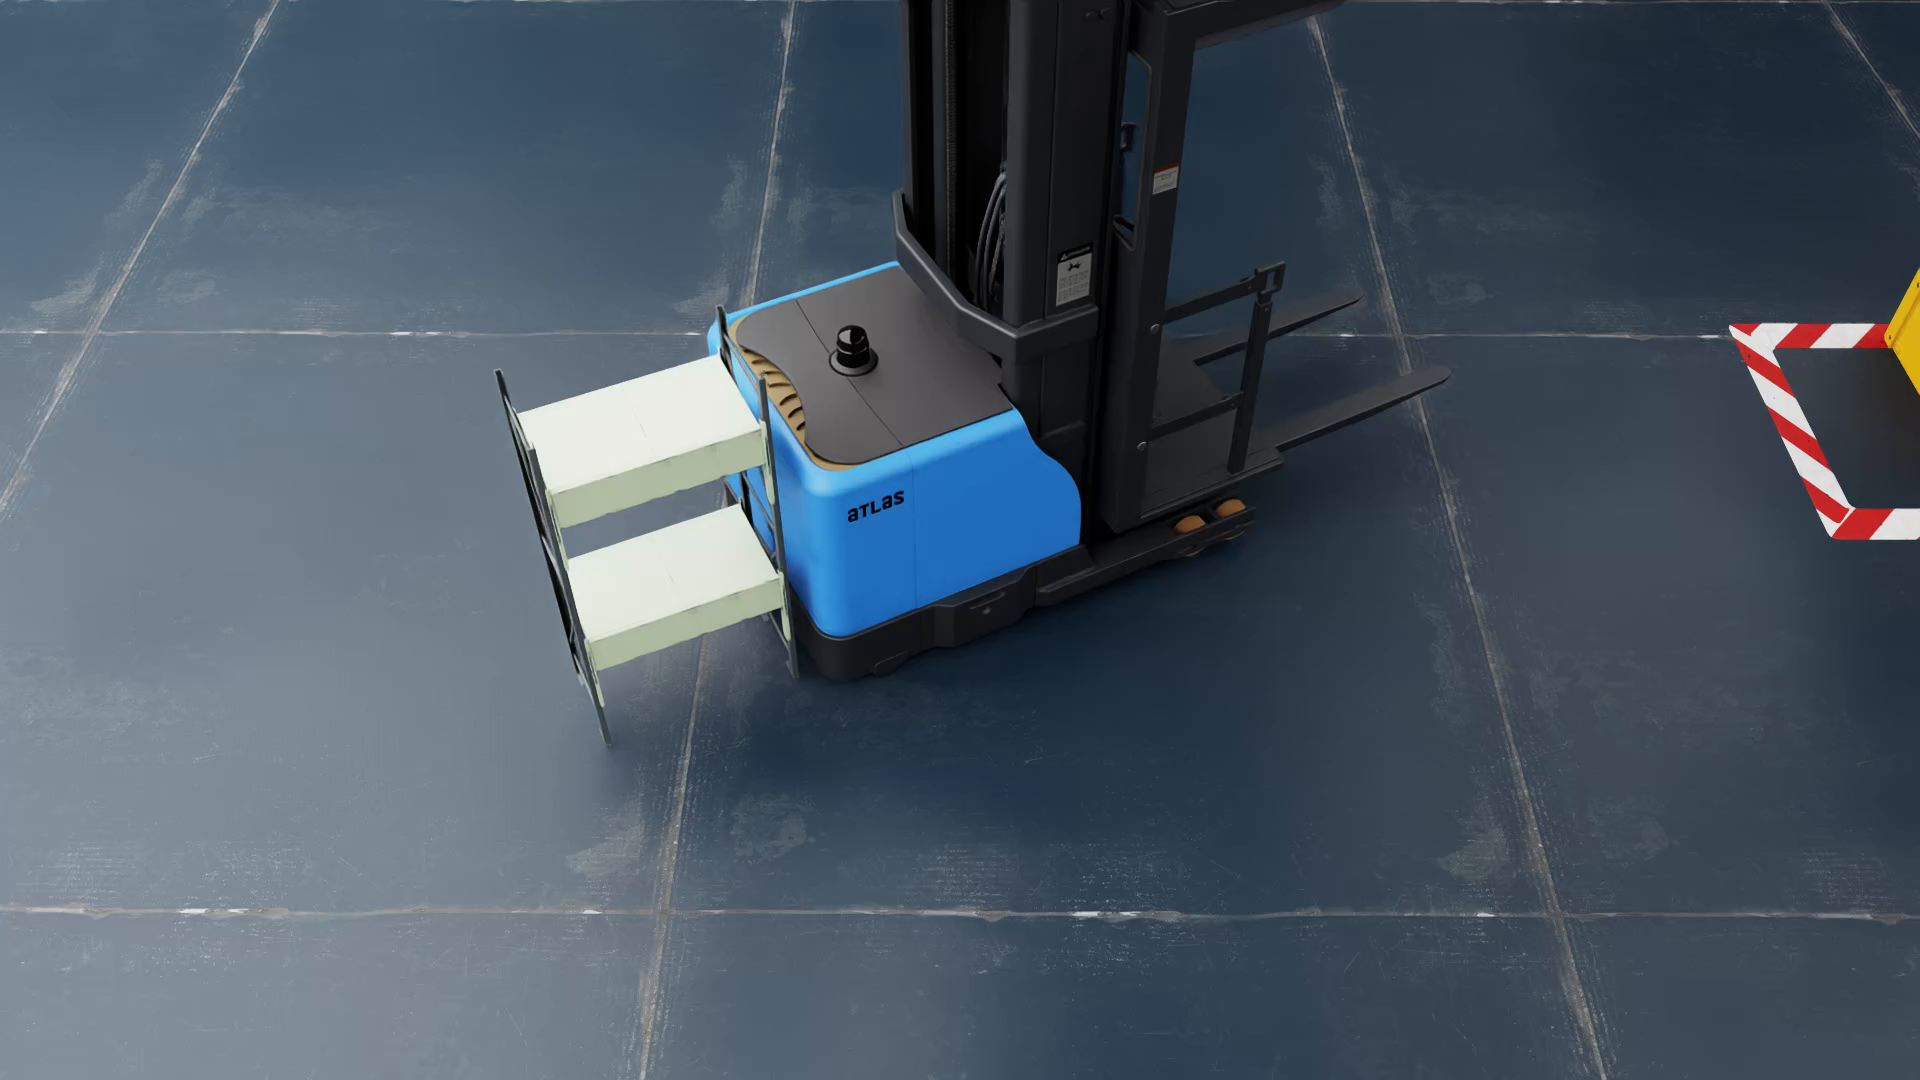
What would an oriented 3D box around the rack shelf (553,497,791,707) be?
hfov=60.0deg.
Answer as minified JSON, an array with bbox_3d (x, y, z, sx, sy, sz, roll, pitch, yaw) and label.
[{"bbox_3d":[-1.031,0.216,5.970,0.720,0.370,0.431,-19,50,-17],"label":"rack shelf"}]

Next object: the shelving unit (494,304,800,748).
[{"bbox_3d":[-1.031,-0.006,5.731,0.755,1.500,0.431,-19,50,-17],"label":"shelving unit"}]

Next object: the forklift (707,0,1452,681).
[{"bbox_3d":[0.613,-1.257,5.917,3.031,2.935,1.130,-21,51,-19],"label":"forklift"}]

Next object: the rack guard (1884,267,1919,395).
[{"bbox_3d":[4.397,-0.706,7.066,0.348,0.500,1.175,0,47,0],"label":"rack guard"}]

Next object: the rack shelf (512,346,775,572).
[{"bbox_3d":[-1.031,-0.272,5.446,0.720,0.370,0.431,-19,50,-17],"label":"rack shelf"}]

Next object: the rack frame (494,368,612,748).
[{"bbox_3d":[-1.362,0.109,5.624,0.023,1.500,0.400,-19,50,-17],"label":"rack frame"}]

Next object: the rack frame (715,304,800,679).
[{"bbox_3d":[-0.701,-0.122,5.839,0.023,1.500,0.400,-19,50,-17],"label":"rack frame"}]
